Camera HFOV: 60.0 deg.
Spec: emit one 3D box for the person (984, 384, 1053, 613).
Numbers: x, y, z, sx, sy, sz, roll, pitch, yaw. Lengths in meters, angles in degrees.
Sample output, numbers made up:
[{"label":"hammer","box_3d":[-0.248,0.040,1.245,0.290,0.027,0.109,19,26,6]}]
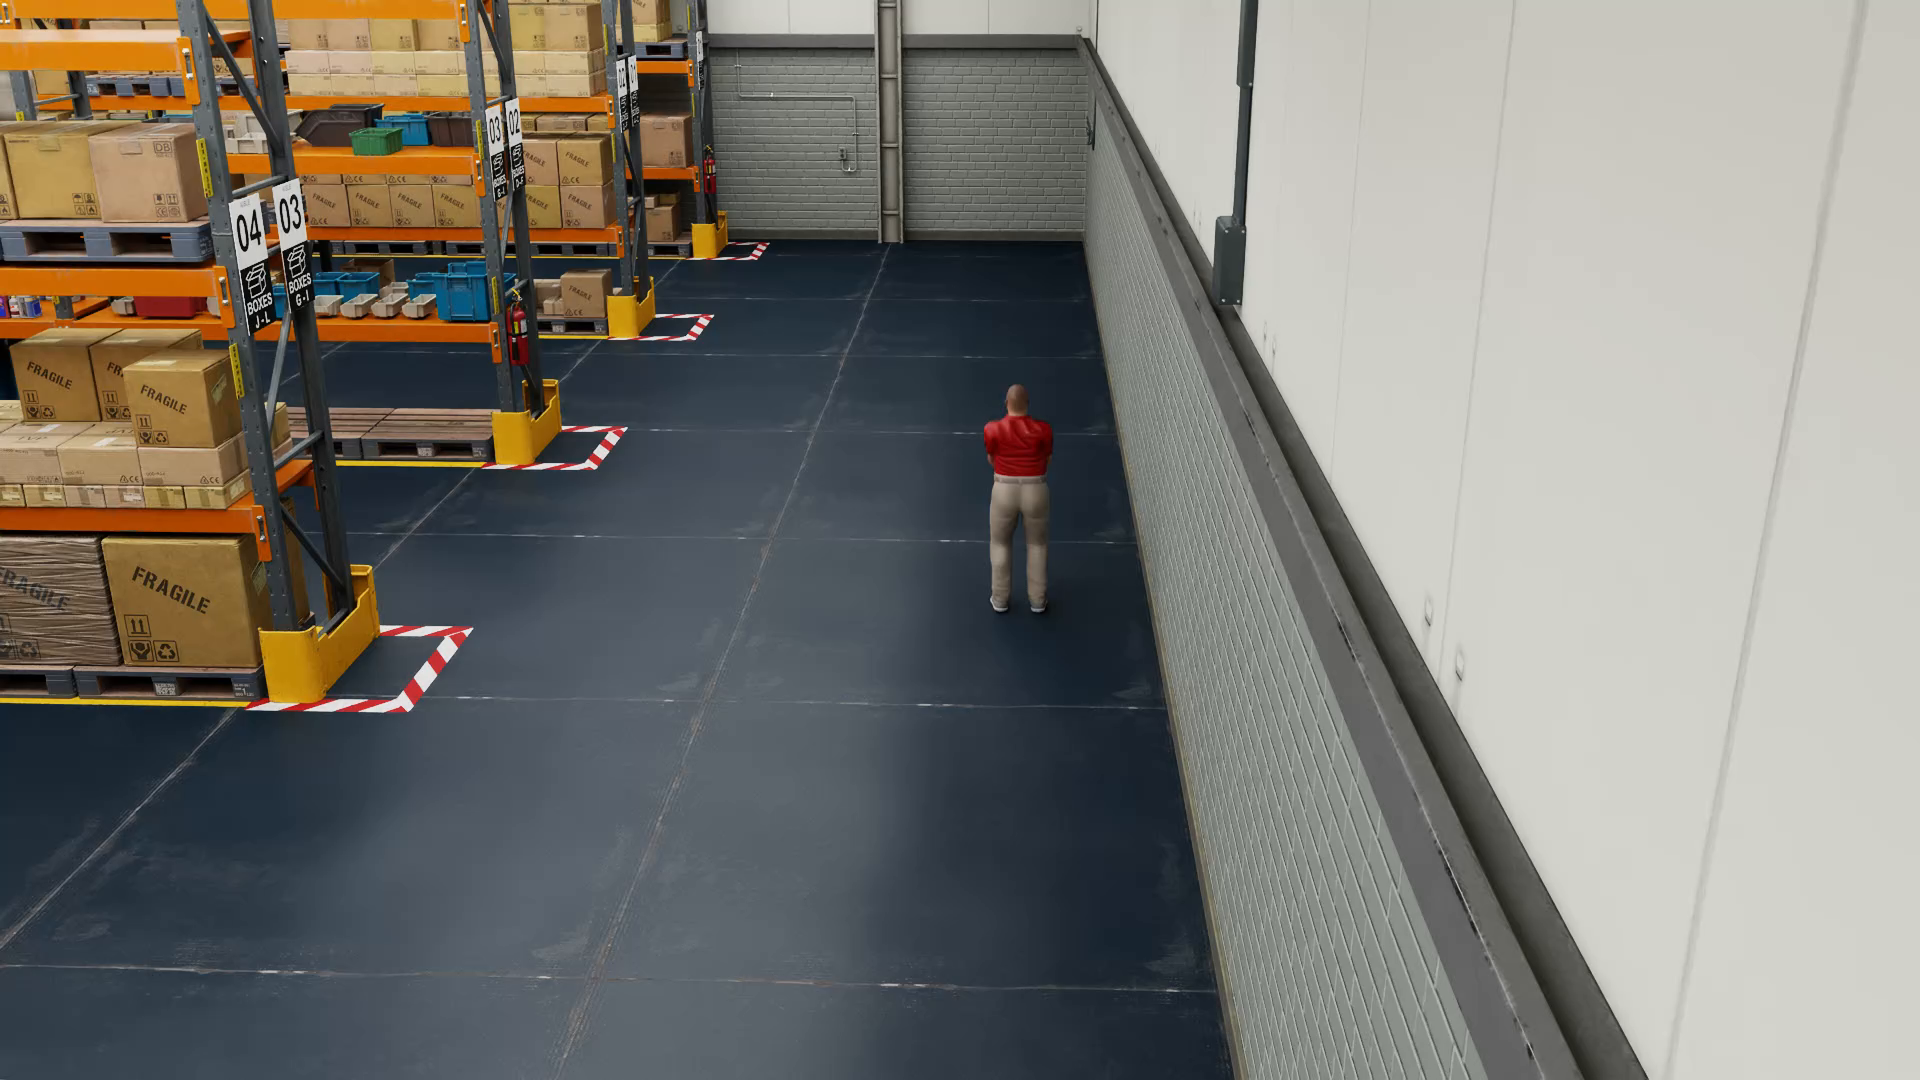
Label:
[{"label":"person","box_3d":[0.418,-0.337,12.015,0.493,1.712,0.538,1,21,2]}]
